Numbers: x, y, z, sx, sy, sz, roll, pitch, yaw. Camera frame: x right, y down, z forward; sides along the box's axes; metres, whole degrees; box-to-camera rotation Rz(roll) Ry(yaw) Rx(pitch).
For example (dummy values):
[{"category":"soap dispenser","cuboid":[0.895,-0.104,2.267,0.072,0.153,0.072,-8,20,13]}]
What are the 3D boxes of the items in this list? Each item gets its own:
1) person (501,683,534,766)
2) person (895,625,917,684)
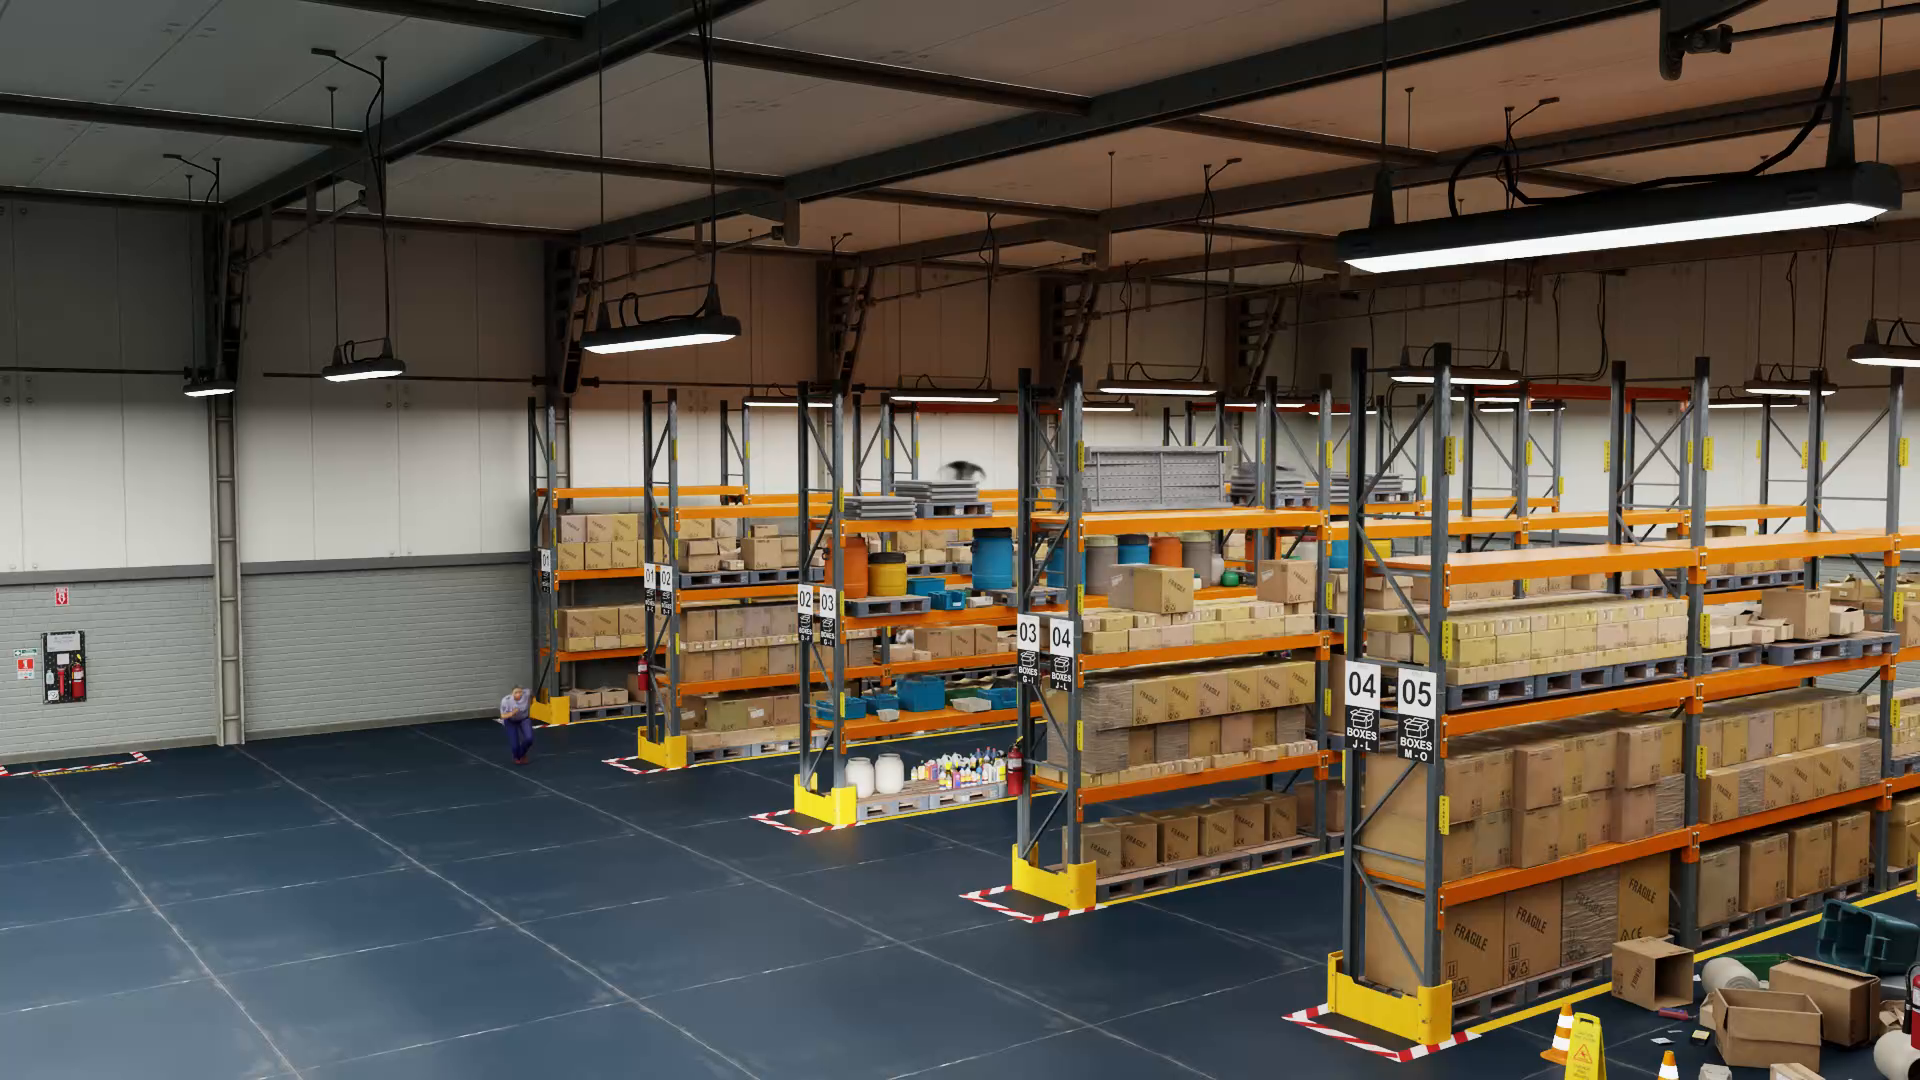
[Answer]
[{"category":"person","cuboid":[-6.981,2.909,26.278,0.575,1.386,0.994,-1,4,-23]},{"category":"person","cuboid":[-1.046,2.360,32.911,0.561,1.731,0.691,-3,5,-42]}]
